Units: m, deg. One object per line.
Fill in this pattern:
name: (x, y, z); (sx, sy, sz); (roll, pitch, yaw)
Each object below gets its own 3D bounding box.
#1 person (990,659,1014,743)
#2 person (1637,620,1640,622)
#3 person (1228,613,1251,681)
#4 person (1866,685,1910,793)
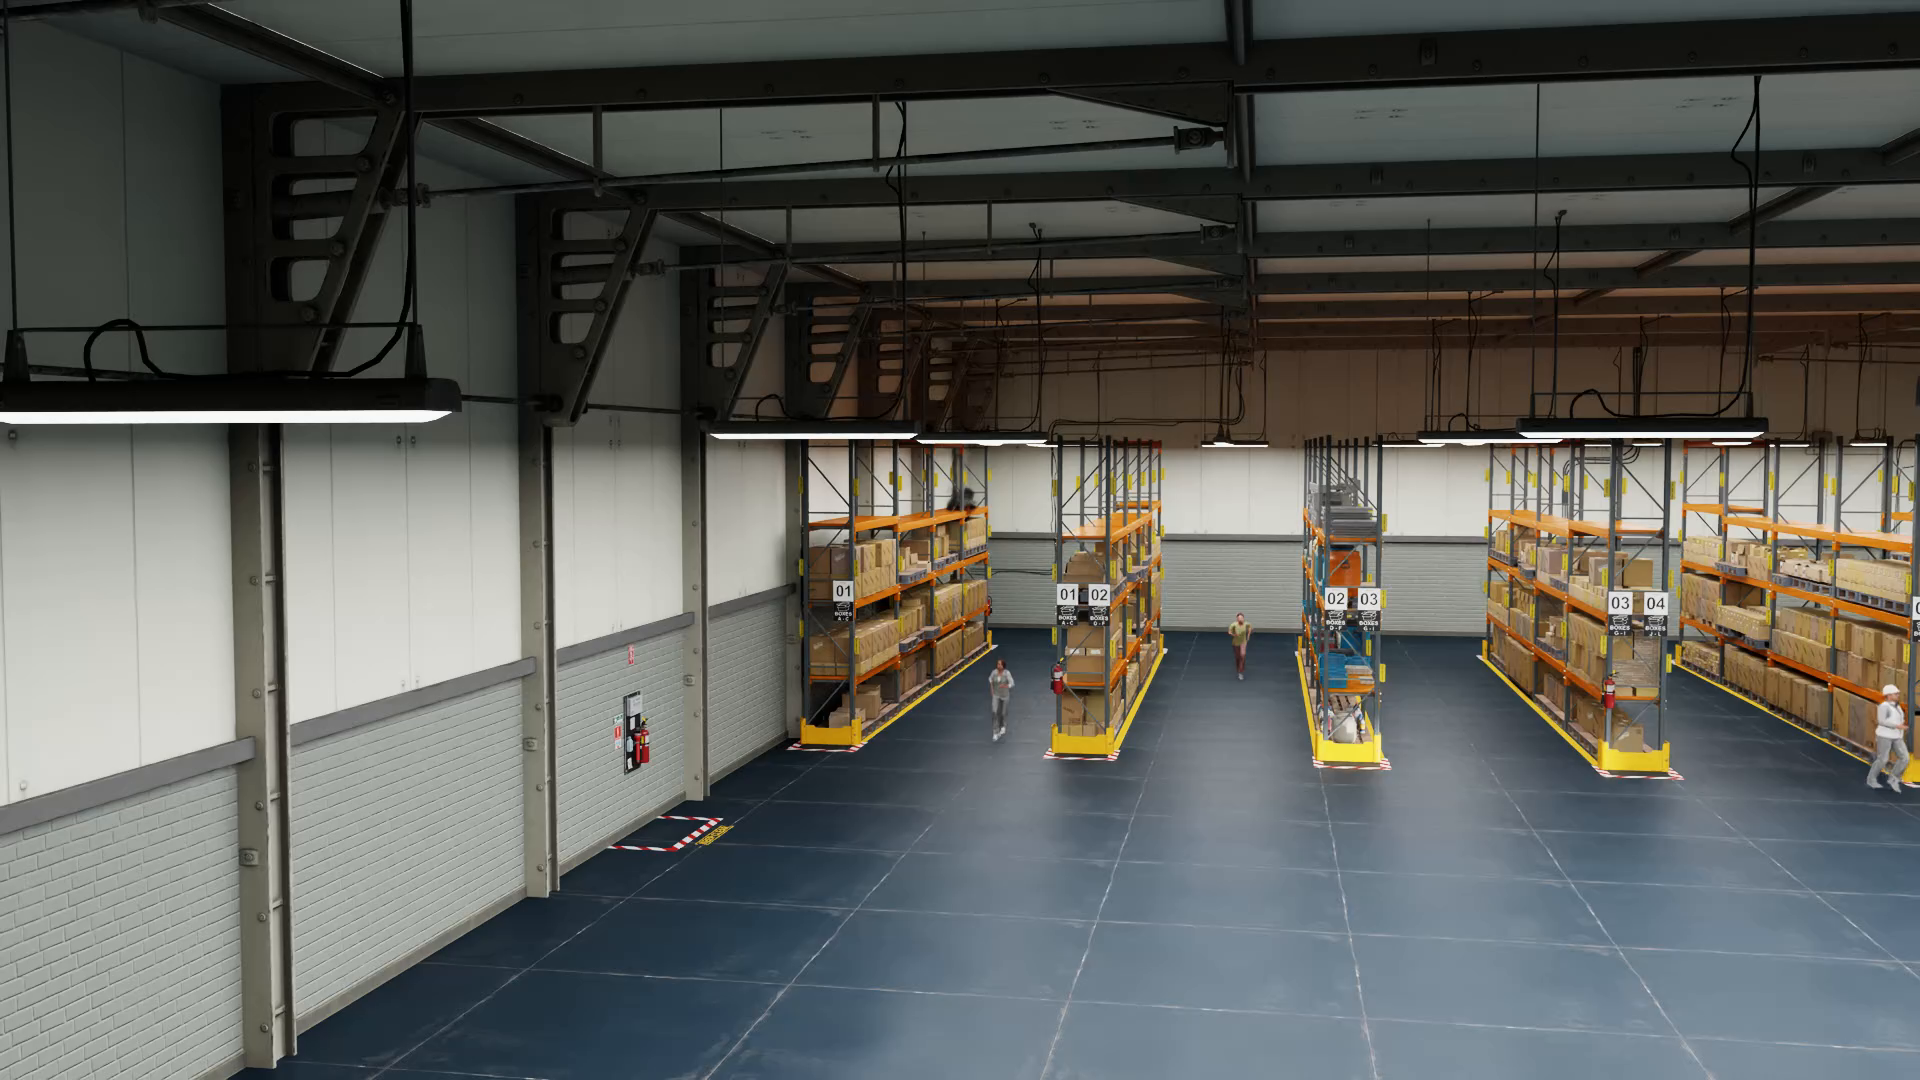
person: (0.829, 3.157, 32.921); (0.511, 1.637, 0.800); (0, 3, 6)
person: (18.310, 2.490, 45.477); (0.733, 1.614, 0.733); (-1, 3, -15)
person: (7.019, 2.650, 41.772); (0.578, 1.671, 1.012); (1, 3, 11)
person: (15.635, 3.338, 27.905); (0.671, 1.819, 0.702); (-1, 3, -26)
